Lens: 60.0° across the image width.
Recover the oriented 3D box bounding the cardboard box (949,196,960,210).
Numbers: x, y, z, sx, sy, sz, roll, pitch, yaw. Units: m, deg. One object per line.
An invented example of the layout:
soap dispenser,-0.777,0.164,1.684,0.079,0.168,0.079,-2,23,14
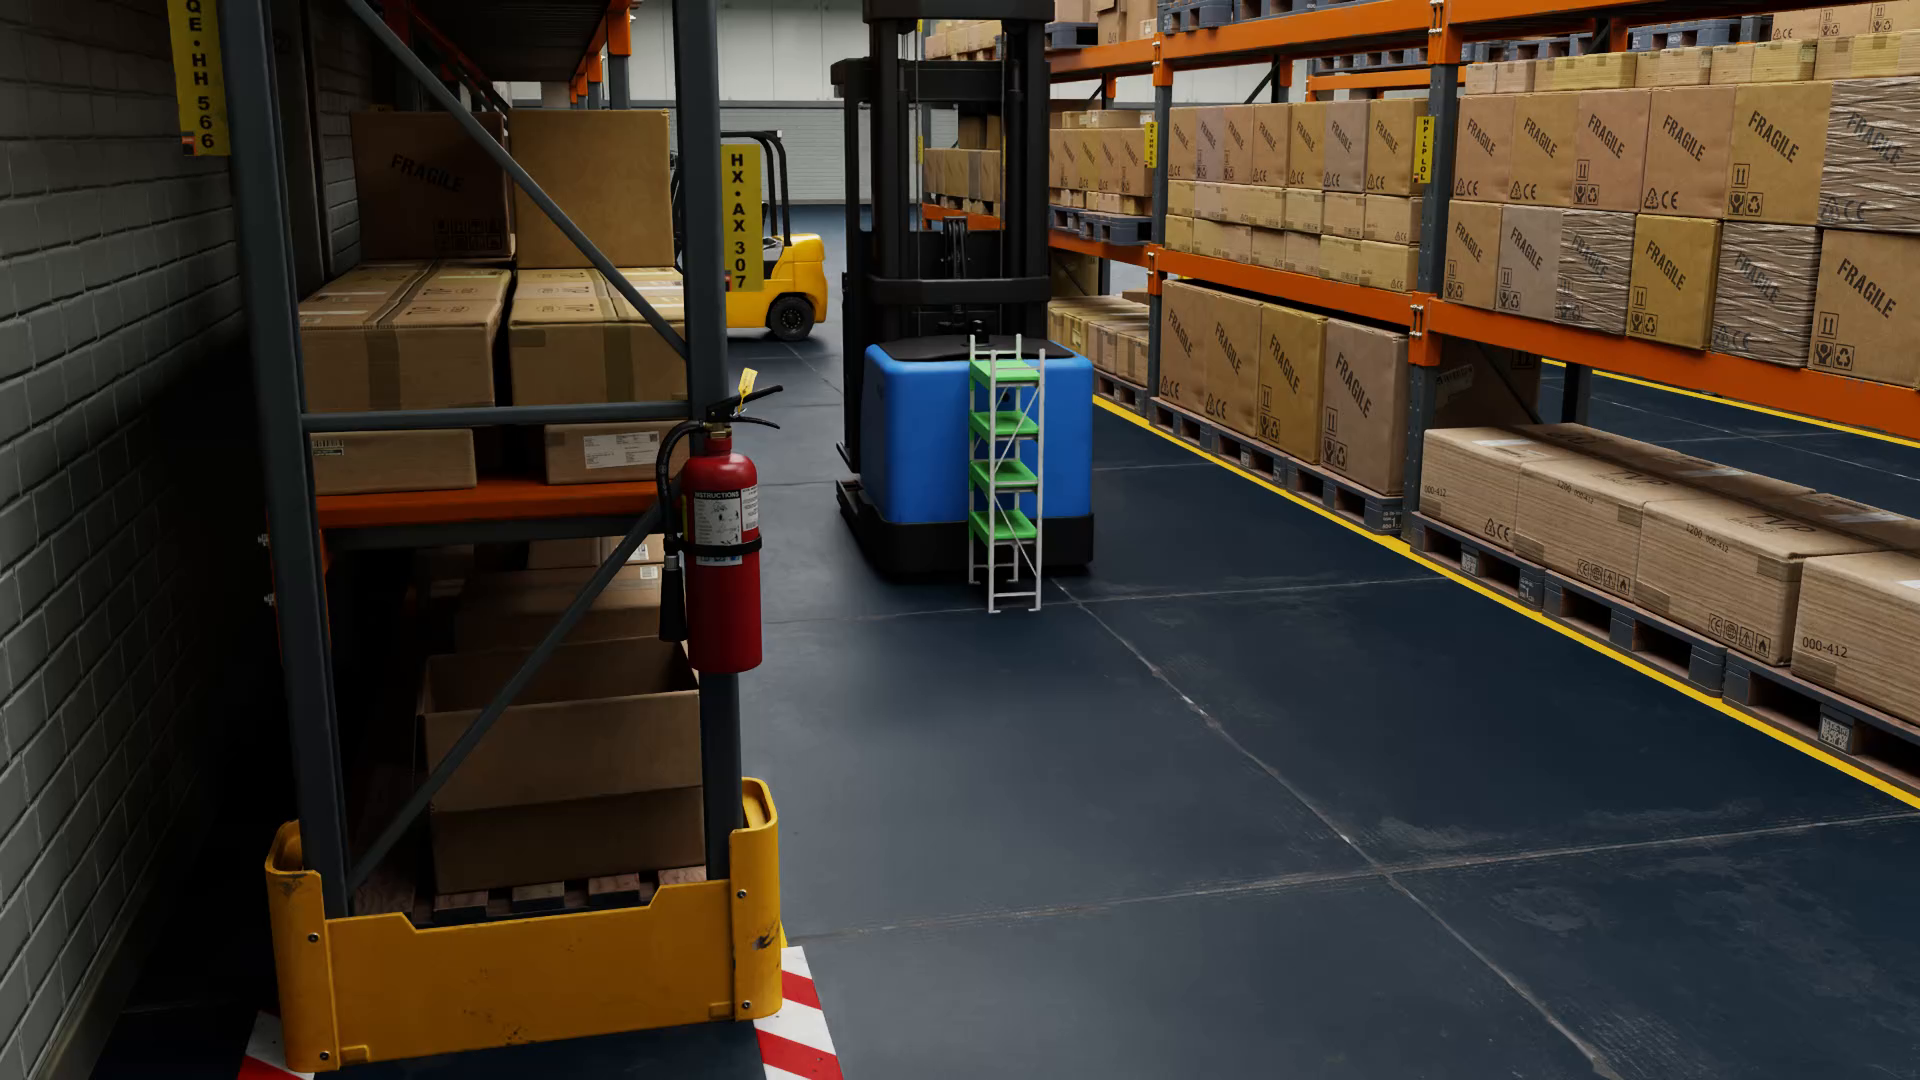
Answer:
cardboard box,0.088,-3.785,18.630,0.380,0.149,0.250,-3,14,-12

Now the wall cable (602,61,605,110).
wall cable,-11.945,-12.831,49.027,3.097,2.526,0.112,-3,14,-13

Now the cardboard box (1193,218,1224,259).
cardboard box,1.931,-2.076,11.422,0.500,0.250,0.500,-4,14,-15

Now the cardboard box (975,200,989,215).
cardboard box,0.370,-3.486,17.404,0.380,0.149,0.250,-3,14,-14

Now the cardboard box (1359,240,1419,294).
cardboard box,2.512,-1.488,9.011,0.500,0.250,0.500,-4,14,-15

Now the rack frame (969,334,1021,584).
rack frame,0.164,-0.377,7.895,0.240,1.200,0.015,-2,15,-10

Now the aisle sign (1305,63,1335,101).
aisle sign,4.524,-5.801,20.873,0.394,0.787,0.004,-3,14,-13

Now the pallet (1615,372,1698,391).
pallet,6.599,-1.524,14.722,1.003,0.211,1.213,-3,14,-13

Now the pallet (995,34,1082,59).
pallet,1.025,-4.534,15.241,1.213,0.211,1.003,-3,14,-13

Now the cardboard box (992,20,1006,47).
cardboard box,0.618,-4.933,16.165,0.500,0.250,0.500,-3,14,-14

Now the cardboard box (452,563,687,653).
cardboard box,-1.237,0.394,5.377,0.700,0.500,0.500,-3,14,-11

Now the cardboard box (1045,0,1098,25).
cardboard box,0.991,-4.516,14.201,0.500,0.250,0.500,-3,14,-14

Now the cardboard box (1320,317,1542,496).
cardboard box,2.639,-0.781,9.397,0.875,0.875,0.875,-3,14,-11

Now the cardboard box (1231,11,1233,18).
cardboard box,1.954,-3.927,12.642,0.396,0.266,0.258,-3,14,-13

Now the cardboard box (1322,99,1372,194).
cardboard box,2.385,-2.213,9.349,0.500,0.500,0.500,-3,14,-12

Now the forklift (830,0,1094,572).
forklift,-0.111,-1.569,9.175,1.130,2.935,3.031,-2,14,-10

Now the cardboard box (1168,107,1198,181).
cardboard box,1.801,-2.801,11.753,0.500,0.500,0.500,-4,14,-15

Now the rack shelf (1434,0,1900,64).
rack shelf,3.332,-2.117,6.468,1.077,0.370,4.000,-3,14,-13

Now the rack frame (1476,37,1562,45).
rack frame,5.771,-6.530,16.694,1.000,3.000,0.127,-3,14,-13

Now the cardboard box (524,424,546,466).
cardboard box,-0.937,-0.296,4.347,0.380,0.149,0.250,-3,14,-12

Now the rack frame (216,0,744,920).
rack frame,-1.022,-0.271,3.715,1.000,3.000,0.127,-3,14,-13

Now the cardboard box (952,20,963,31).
cardboard box,0.123,-5.571,17.940,0.380,0.149,0.250,-3,14,-12

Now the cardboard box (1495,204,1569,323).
cardboard box,2.832,-1.280,7.637,0.500,0.500,0.500,-3,14,-13

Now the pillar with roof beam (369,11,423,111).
pillar with roof beam,0.101,-5.521,12.564,9.100,9.000,0.400,-3,14,-13

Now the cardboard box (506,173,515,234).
cardboard box,-1.858,-1.570,7.938,0.700,0.500,0.500,-3,14,-12

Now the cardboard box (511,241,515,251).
cardboard box,-1.983,-1.020,6.473,0.500,0.250,0.500,-3,14,-14

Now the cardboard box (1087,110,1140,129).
cardboard box,1.265,-3.468,13.711,0.380,0.149,0.250,-4,14,-16

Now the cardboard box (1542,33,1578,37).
cardboard box,6.093,-5.099,16.376,0.500,0.250,0.500,-3,14,-13

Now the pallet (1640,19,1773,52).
pallet,6.508,-4.204,13.892,1.213,0.211,1.003,-3,14,-11

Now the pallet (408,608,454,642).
pallet,-1.801,0.320,7.174,1.003,0.211,1.213,-3,14,-13

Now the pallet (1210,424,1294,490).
pallet,2.318,-0.572,10.824,1.003,0.211,1.213,-3,14,-13

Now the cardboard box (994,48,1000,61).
cardboard box,0.556,-4.828,16.578,0.380,0.149,0.250,-3,14,-13

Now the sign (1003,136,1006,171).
sign,0.458,-3.705,15.948,0.100,0.325,0.005,-3,14,-13

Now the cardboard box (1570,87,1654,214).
cardboard box,2.961,-1.646,7.027,0.500,0.500,0.500,-3,14,-12

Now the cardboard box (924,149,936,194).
cardboard box,-0.114,-4.308,19.401,0.500,0.500,0.500,-4,14,-14

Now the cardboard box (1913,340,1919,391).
cardboard box,3.431,-0.693,5.234,0.500,0.500,0.500,-3,14,-13

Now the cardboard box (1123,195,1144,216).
cardboard box,1.484,-2.596,12.877,0.380,0.149,0.250,-3,14,-12

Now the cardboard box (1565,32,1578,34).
cardboard box,5.774,-4.950,15.983,0.250,0.149,0.380,-3,14,-13

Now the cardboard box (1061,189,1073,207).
cardboard box,1.085,-2.951,14.331,0.380,0.149,0.250,-3,14,-11

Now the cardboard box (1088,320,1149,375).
cardboard box,1.619,-1.622,13.897,0.950,0.372,0.625,-4,14,-14

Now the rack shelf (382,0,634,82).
rack shelf,-2.431,-2.762,9.110,1.077,0.370,4.000,-3,14,-13

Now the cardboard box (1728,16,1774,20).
cardboard box,6.755,-4.539,13.956,0.500,0.311,0.500,-3,14,-13

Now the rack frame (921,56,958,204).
rack frame,0.044,-4.239,19.959,1.000,3.000,0.127,-3,14,-13

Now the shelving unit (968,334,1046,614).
shelving unit,0.207,-0.315,7.663,0.258,1.200,0.503,-2,15,-10

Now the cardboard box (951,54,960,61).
cardboard box,0.114,-5.182,18.026,0.380,0.149,0.250,-3,14,-13

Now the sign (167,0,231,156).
sign,-1.566,-0.960,3.432,0.100,0.325,0.005,-3,14,-13

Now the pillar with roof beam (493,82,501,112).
pillar with roof beam,-5.535,-11.058,35.226,9.100,9.000,0.400,-3,14,-13

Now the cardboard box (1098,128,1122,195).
cardboard box,1.414,-2.999,13.159,0.500,0.500,0.500,-4,14,-14

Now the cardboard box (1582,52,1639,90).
cardboard box,2.894,-1.995,7.087,0.380,0.149,0.250,-4,14,-15

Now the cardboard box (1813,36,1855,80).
cardboard box,3.286,-1.706,5.905,0.380,0.149,0.250,-3,14,-14

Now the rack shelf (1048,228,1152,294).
rack shelf,1.453,-2.506,14.379,1.077,0.370,4.000,-3,14,-13

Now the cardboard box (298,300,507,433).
cardboard box,-1.388,-0.434,4.071,0.500,0.250,0.500,-3,14,-12

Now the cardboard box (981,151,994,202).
cardboard box,0.510,-3.717,16.982,0.500,0.500,0.500,-3,14,-11

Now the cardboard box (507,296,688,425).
cardboard box,-0.867,-0.462,4.187,0.500,0.250,0.500,-3,14,-13

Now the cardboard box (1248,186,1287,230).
cardboard box,2.134,-2.080,10.385,0.500,0.250,0.500,-3,14,-12

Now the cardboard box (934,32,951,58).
cardboard box,0.012,-5.520,18.572,0.500,0.250,0.500,-3,14,-14

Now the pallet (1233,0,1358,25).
pallet,2.391,-3.356,10.420,1.003,0.211,1.213,-3,14,-11
